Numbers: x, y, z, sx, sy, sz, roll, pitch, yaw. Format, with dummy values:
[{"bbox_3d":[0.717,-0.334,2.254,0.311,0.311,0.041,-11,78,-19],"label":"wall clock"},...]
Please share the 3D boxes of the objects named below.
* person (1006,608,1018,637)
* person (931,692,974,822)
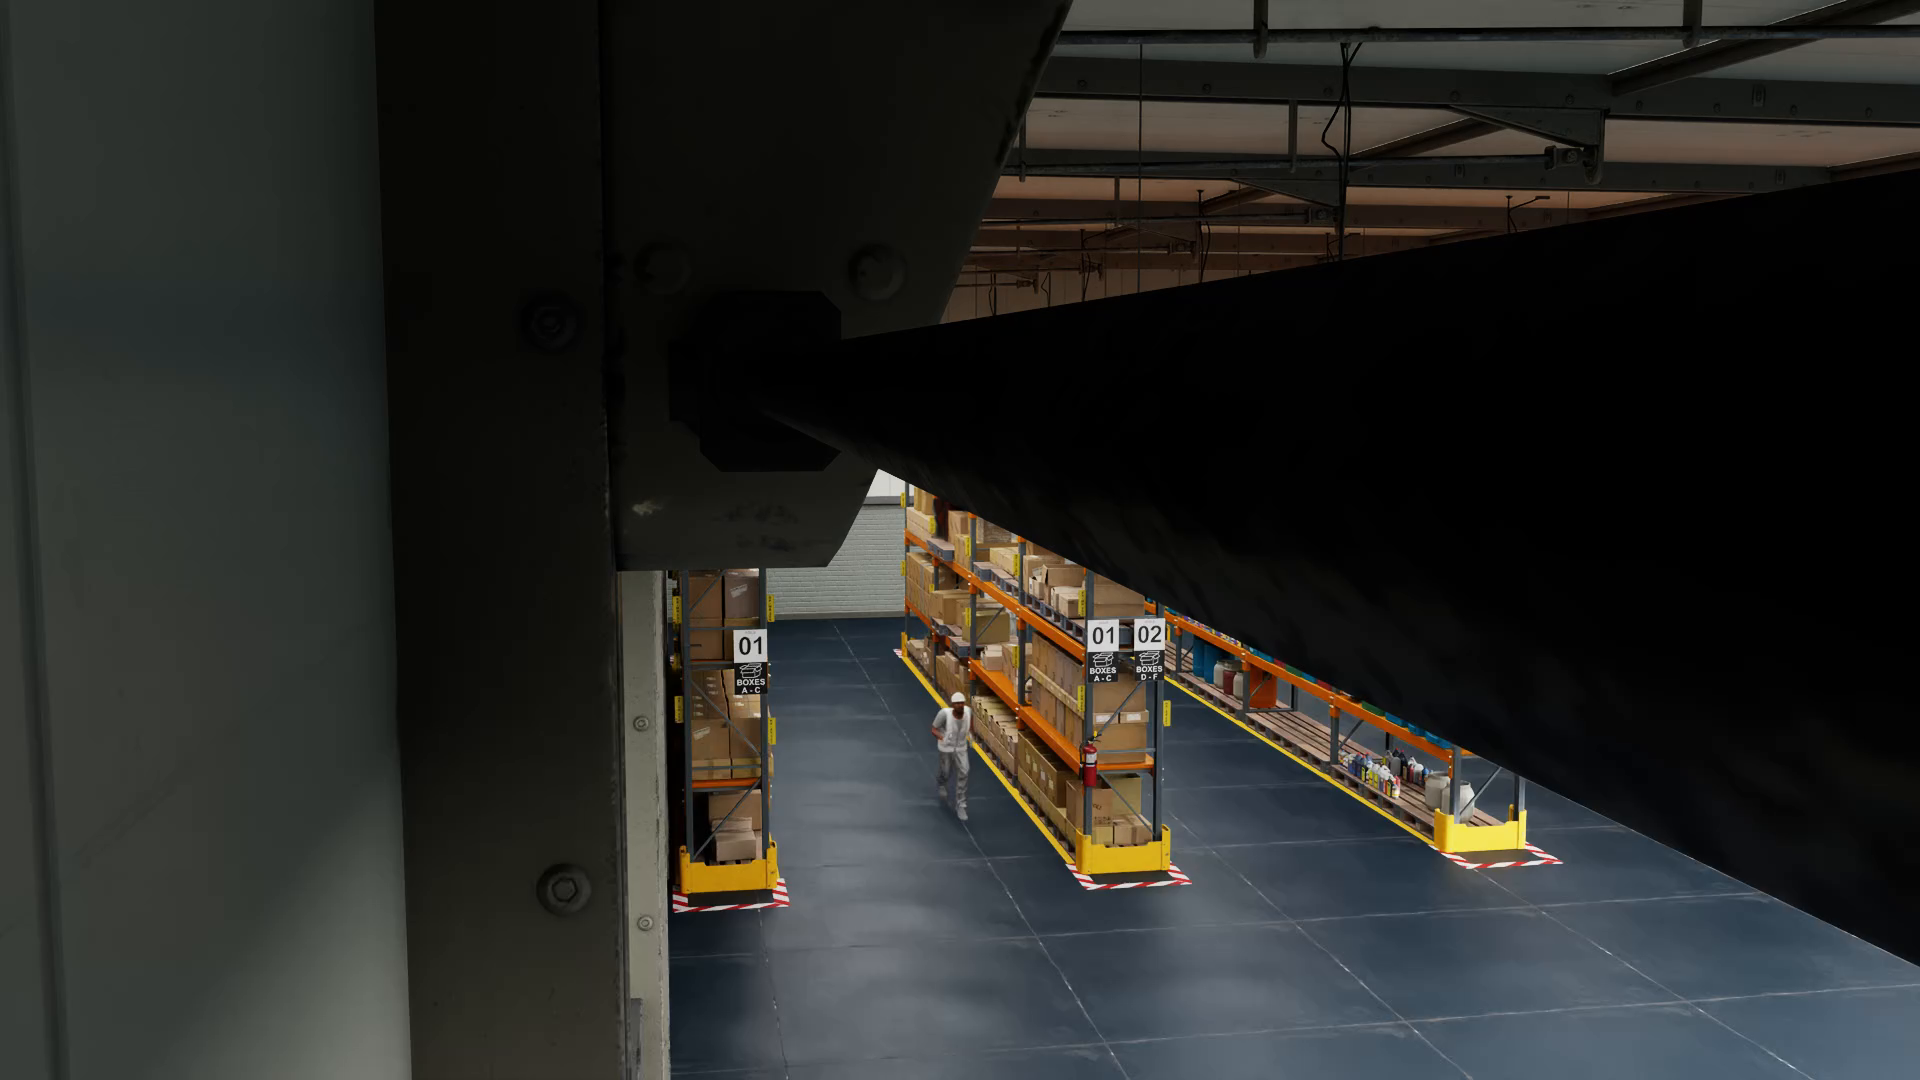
[{"bbox_3d":[1.062,1.724,36.768,0.673,1.606,0.813,-4,7,-35],"label":"person"},{"bbox_3d":[-0.110,3.006,23.687,0.681,1.775,1.125,-2,6,-15],"label":"person"}]
